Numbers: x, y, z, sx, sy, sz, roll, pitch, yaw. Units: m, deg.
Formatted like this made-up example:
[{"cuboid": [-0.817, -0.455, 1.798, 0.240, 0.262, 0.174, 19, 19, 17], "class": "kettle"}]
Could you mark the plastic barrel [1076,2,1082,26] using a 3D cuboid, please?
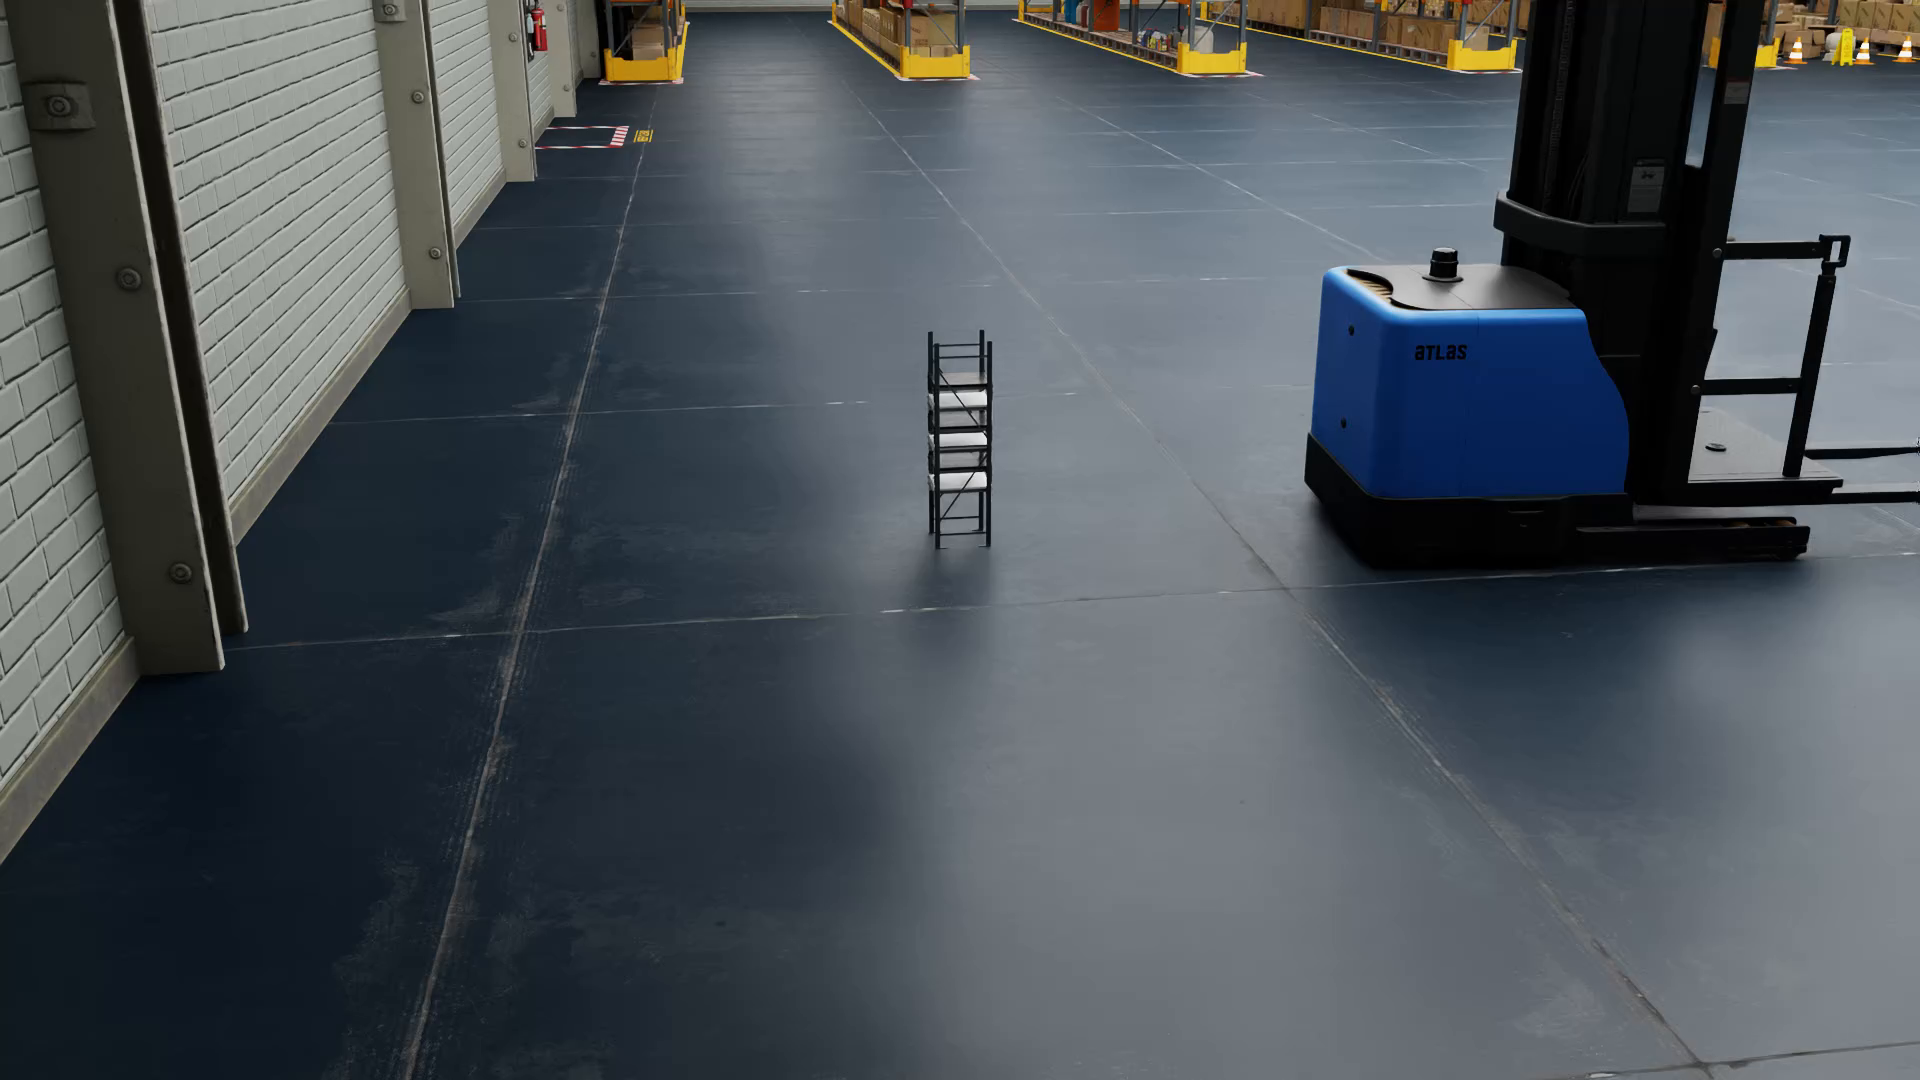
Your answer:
[{"cuboid": [2.897, -12.160, 38.443, 0.421, 0.512, 0.421, 0, 20, 0], "class": "plastic barrel"}]

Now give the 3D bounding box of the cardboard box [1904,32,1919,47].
[{"cuboid": [18.728, -9.713, 32.264, 0.500, 0.250, 0.500, -3, 21, -8], "class": "cardboard box"}]

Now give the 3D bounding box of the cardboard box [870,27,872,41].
[{"cuboid": [-1.573, -10.311, 33.866, 0.500, 0.250, 0.500, -2, 21, -7], "class": "cardboard box"}]

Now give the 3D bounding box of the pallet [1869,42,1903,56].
[{"cuboid": [18.912, -9.783, 33.107, 1.003, 0.211, 1.213, -3, 21, -8], "class": "pallet"}]

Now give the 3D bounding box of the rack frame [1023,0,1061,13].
[{"cuboid": [2.163, -15.148, 43.487, 1.000, 3.000, 0.127, -3, 21, -8], "class": "rack frame"}]

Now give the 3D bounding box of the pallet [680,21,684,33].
[{"cuboid": [-7.096, -12.225, 39.645, 1.003, 0.211, 1.213, -3, 21, -8], "class": "pallet"}]

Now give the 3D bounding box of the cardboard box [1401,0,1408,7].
[{"cuboid": [11.845, -14.147, 43.856, 0.380, 0.149, 0.250, -2, 21, -6], "class": "cardboard box"}]

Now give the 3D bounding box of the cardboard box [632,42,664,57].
[{"cuboid": [-5.427, -8.497, 28.893, 0.500, 0.311, 0.500, -1, 21, -3], "class": "cardboard box"}]

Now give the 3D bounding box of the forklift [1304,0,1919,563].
[{"cuboid": [3.144, -1.466, 6.951, 3.031, 2.935, 1.130, -2, 21, -4], "class": "forklift"}]

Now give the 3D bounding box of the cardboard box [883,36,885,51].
[{"cuboid": [-1.175, -9.304, 31.171, 0.500, 0.250, 0.500, -3, 21, -8], "class": "cardboard box"}]

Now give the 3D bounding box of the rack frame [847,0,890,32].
[{"cuboid": [-2.162, -13.515, 39.114, 1.000, 3.000, 0.127, -3, 21, -8], "class": "rack frame"}]

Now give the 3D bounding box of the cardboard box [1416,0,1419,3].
[{"cuboid": [11.994, -13.926, 42.839, 0.380, 0.149, 0.250, -4, 21, -10], "class": "cardboard box"}]

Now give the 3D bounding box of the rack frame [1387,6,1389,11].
[{"cuboid": [11.987, -15.613, 44.732, 1.000, 3.000, 0.127, -3, 21, -8], "class": "rack frame"}]

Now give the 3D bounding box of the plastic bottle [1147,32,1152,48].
[{"cuboid": [3.609, -9.502, 31.624, 0.061, 0.283, 0.133, -2, 21, -5], "class": "plastic bottle"}]

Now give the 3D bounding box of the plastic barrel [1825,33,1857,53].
[{"cuboid": [17.382, -9.790, 32.823, 0.512, 0.421, 0.421, 12, 24, 30], "class": "plastic barrel"}]

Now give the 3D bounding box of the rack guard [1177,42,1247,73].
[{"cuboid": [4.412, -8.462, 29.157, 1.175, 0.500, 0.348, -3, 21, -8], "class": "rack guard"}]

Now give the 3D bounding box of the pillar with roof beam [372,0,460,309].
[{"cuboid": [0.564, -6.103, 10.695, 9.100, 9.000, 0.400, -3, 21, -8], "class": "pillar with roof beam"}]

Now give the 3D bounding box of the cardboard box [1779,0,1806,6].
[{"cuboid": [22.011, -14.301, 44.192, 0.700, 0.500, 0.500, -4, 21, -10], "class": "cardboard box"}]

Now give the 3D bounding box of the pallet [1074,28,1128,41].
[{"cuboid": [3.162, -11.343, 37.285, 1.003, 0.211, 1.213, -3, 21, -8], "class": "pallet"}]

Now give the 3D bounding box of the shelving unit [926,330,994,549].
[{"cuboid": [-0.001, -0.424, 7.066, 0.258, 0.900, 0.210, -3, 21, -8], "class": "shelving unit"}]

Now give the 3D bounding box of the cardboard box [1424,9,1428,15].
[{"cuboid": [12.021, -13.567, 42.727, 0.380, 0.149, 0.250, -3, 21, -8], "class": "cardboard box"}]

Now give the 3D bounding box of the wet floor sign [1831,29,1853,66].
[{"cuboid": [16.257, -9.061, 30.553, 0.267, 0.644, 0.232, -7, 21, -17], "class": "wet floor sign"}]

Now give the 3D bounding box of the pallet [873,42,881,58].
[{"cuboid": [-1.154, -9.692, 32.864, 1.003, 0.211, 1.213, -3, 21, -8], "class": "pallet"}]

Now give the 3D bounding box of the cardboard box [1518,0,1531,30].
[{"cuboid": [13.139, -11.771, 37.060, 1.050, 0.750, 0.750, -3, 21, -8], "class": "cardboard box"}]

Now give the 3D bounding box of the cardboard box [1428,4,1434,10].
[{"cuboid": [12.097, -13.507, 42.142, 0.380, 0.149, 0.250, -4, 21, -10], "class": "cardboard box"}]

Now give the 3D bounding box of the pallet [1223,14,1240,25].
[{"cuboid": [7.430, -13.397, 42.785, 1.003, 0.211, 1.213, -3, 21, -8], "class": "pallet"}]

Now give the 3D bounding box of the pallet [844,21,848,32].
[{"cuboid": [-2.260, -12.446, 40.239, 1.003, 0.211, 1.213, -3, 21, -8], "class": "pallet"}]

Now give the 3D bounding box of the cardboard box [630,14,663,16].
[{"cuboid": [-6.273, -10.312, 33.484, 0.700, 0.500, 0.500, -3, 21, -8], "class": "cardboard box"}]

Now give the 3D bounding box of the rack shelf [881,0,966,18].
[{"cuboid": [-0.721, -9.716, 29.970, 1.077, 0.370, 4.000, -3, 21, -8], "class": "rack shelf"}]

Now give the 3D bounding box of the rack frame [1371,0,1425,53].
[{"cuboid": [8.794, -11.243, 33.032, 1.000, 3.000, 0.127, -3, 21, -8], "class": "rack frame"}]

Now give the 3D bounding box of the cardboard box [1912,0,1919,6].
[{"cuboid": [18.651, -10.397, 32.097, 0.380, 0.149, 0.250, -3, 21, -7], "class": "cardboard box"}]

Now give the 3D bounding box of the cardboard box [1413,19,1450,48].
[{"cuboid": [9.070, -9.720, 31.925, 0.500, 0.500, 0.500, -5, 21, -13], "class": "cardboard box"}]

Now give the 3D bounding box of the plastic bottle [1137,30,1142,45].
[{"cuboid": [3.505, -9.789, 32.409, 0.097, 0.271, 0.097, 0, 20, 0], "class": "plastic bottle"}]

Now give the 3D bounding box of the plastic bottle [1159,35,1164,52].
[{"cuboid": [3.736, -9.196, 30.803, 0.061, 0.283, 0.133, -2, 21, -6], "class": "plastic bottle"}]

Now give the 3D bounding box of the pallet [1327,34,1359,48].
[{"cuboid": [8.502, -10.630, 35.375, 1.003, 0.211, 1.213, -3, 21, -8], "class": "pallet"}]

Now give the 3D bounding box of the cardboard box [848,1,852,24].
[{"cuboid": [-2.334, -12.370, 38.993, 0.500, 0.500, 0.500, -4, 21, -10], "class": "cardboard box"}]

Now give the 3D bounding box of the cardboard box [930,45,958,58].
[{"cuboid": [-0.290, -8.466, 28.925, 0.500, 0.250, 0.500, -3, 21, -8], "class": "cardboard box"}]

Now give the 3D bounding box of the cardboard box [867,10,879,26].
[{"cuboid": [-1.645, -10.747, 34.231, 0.500, 0.311, 0.500, -3, 21, -9], "class": "cardboard box"}]

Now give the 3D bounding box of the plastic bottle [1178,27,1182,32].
[{"cuboid": [4.271, -9.750, 32.192, 0.144, 0.351, 0.185, -3, 21, -9], "class": "plastic bottle"}]

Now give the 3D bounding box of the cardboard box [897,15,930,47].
[{"cuboid": [-0.804, -8.791, 28.723, 0.500, 0.500, 0.500, -3, 21, -8], "class": "cardboard box"}]

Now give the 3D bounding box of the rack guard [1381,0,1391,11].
[{"cuboid": [11.998, -14.416, 45.099, 1.175, 0.500, 0.348, -3, 21, -8], "class": "rack guard"}]

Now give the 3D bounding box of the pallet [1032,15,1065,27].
[{"cuboid": [2.416, -13.133, 42.077, 1.003, 0.211, 1.213, -3, 21, -8], "class": "pallet"}]

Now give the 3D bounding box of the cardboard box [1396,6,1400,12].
[{"cuboid": [11.865, -14.190, 44.397, 0.380, 0.149, 0.250, -3, 21, -8], "class": "cardboard box"}]

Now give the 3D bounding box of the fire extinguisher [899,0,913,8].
[{"cuboid": [-0.875, -9.259, 27.831, 0.296, 0.674, 0.183, -3, 21, -8], "class": "fire extinguisher"}]

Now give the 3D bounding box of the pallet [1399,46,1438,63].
[{"cuboid": [9.105, -9.283, 31.769, 1.003, 0.211, 1.213, -3, 21, -8], "class": "pallet"}]

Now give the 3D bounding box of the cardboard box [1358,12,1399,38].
[{"cuboid": [8.677, -10.658, 34.409, 0.700, 0.500, 0.500, -3, 21, -8], "class": "cardboard box"}]

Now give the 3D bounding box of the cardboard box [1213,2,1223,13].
[{"cuboid": [7.236, -14.382, 43.872, 0.875, 0.875, 0.875, -3, 21, -8], "class": "cardboard box"}]

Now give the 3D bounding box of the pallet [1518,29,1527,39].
[{"cuboid": [13.180, -11.260, 37.063, 1.003, 0.211, 1.213, -3, 21, -8], "class": "pallet"}]

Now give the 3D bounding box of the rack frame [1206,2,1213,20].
[{"cuboid": [7.065, -15.398, 44.156, 1.000, 3.000, 0.127, -3, 21, -8], "class": "rack frame"}]

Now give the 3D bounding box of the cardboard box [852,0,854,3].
[{"cuboid": [-2.189, -12.375, 37.935, 0.500, 0.250, 0.500, -3, 21, -8], "class": "cardboard box"}]

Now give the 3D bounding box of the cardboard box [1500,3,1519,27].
[{"cuboid": [12.787, -12.084, 38.255, 0.500, 0.500, 0.500, -3, 21, -8], "class": "cardboard box"}]

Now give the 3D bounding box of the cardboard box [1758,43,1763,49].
[{"cuboid": [15.787, -9.675, 32.742, 0.396, 0.266, 0.258, 1, 20, 2], "class": "cardboard box"}]

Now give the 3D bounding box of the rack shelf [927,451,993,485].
[{"cuboid": [-0.001, -0.309, 7.109, 0.258, 0.077, 0.200, -3, 21, -8], "class": "rack shelf"}]

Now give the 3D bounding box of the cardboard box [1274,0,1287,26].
[{"cuboid": [8.018, -12.379, 38.508, 1.225, 0.875, 0.875, -3, 21, -8], "class": "cardboard box"}]
